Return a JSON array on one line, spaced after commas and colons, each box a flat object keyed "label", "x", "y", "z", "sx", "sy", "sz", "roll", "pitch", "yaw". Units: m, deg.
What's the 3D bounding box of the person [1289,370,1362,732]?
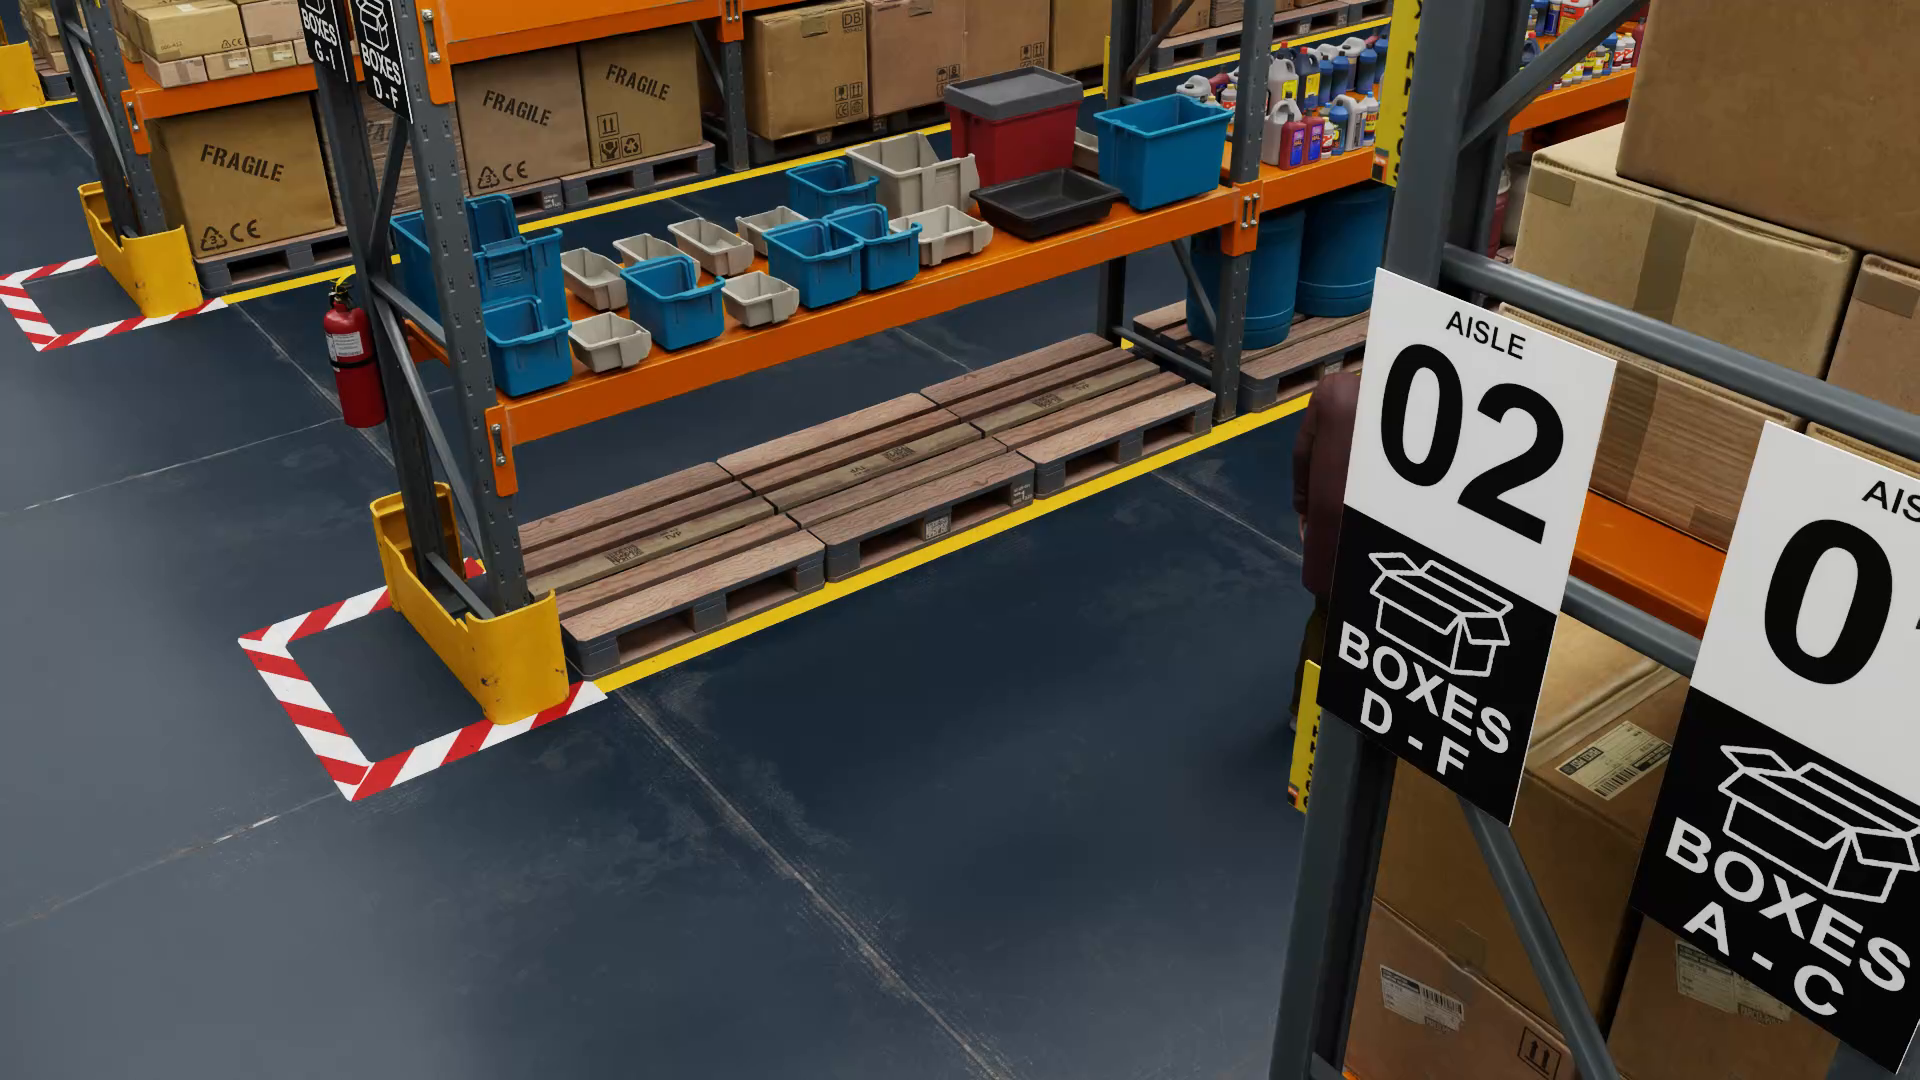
[{"label": "person", "x": 1.497, "y": -0.010, "z": 6.166, "sx": 0.421, "sy": 1.774, "sz": 0.654, "roll": -24, "pitch": 39, "yaw": -34}]
